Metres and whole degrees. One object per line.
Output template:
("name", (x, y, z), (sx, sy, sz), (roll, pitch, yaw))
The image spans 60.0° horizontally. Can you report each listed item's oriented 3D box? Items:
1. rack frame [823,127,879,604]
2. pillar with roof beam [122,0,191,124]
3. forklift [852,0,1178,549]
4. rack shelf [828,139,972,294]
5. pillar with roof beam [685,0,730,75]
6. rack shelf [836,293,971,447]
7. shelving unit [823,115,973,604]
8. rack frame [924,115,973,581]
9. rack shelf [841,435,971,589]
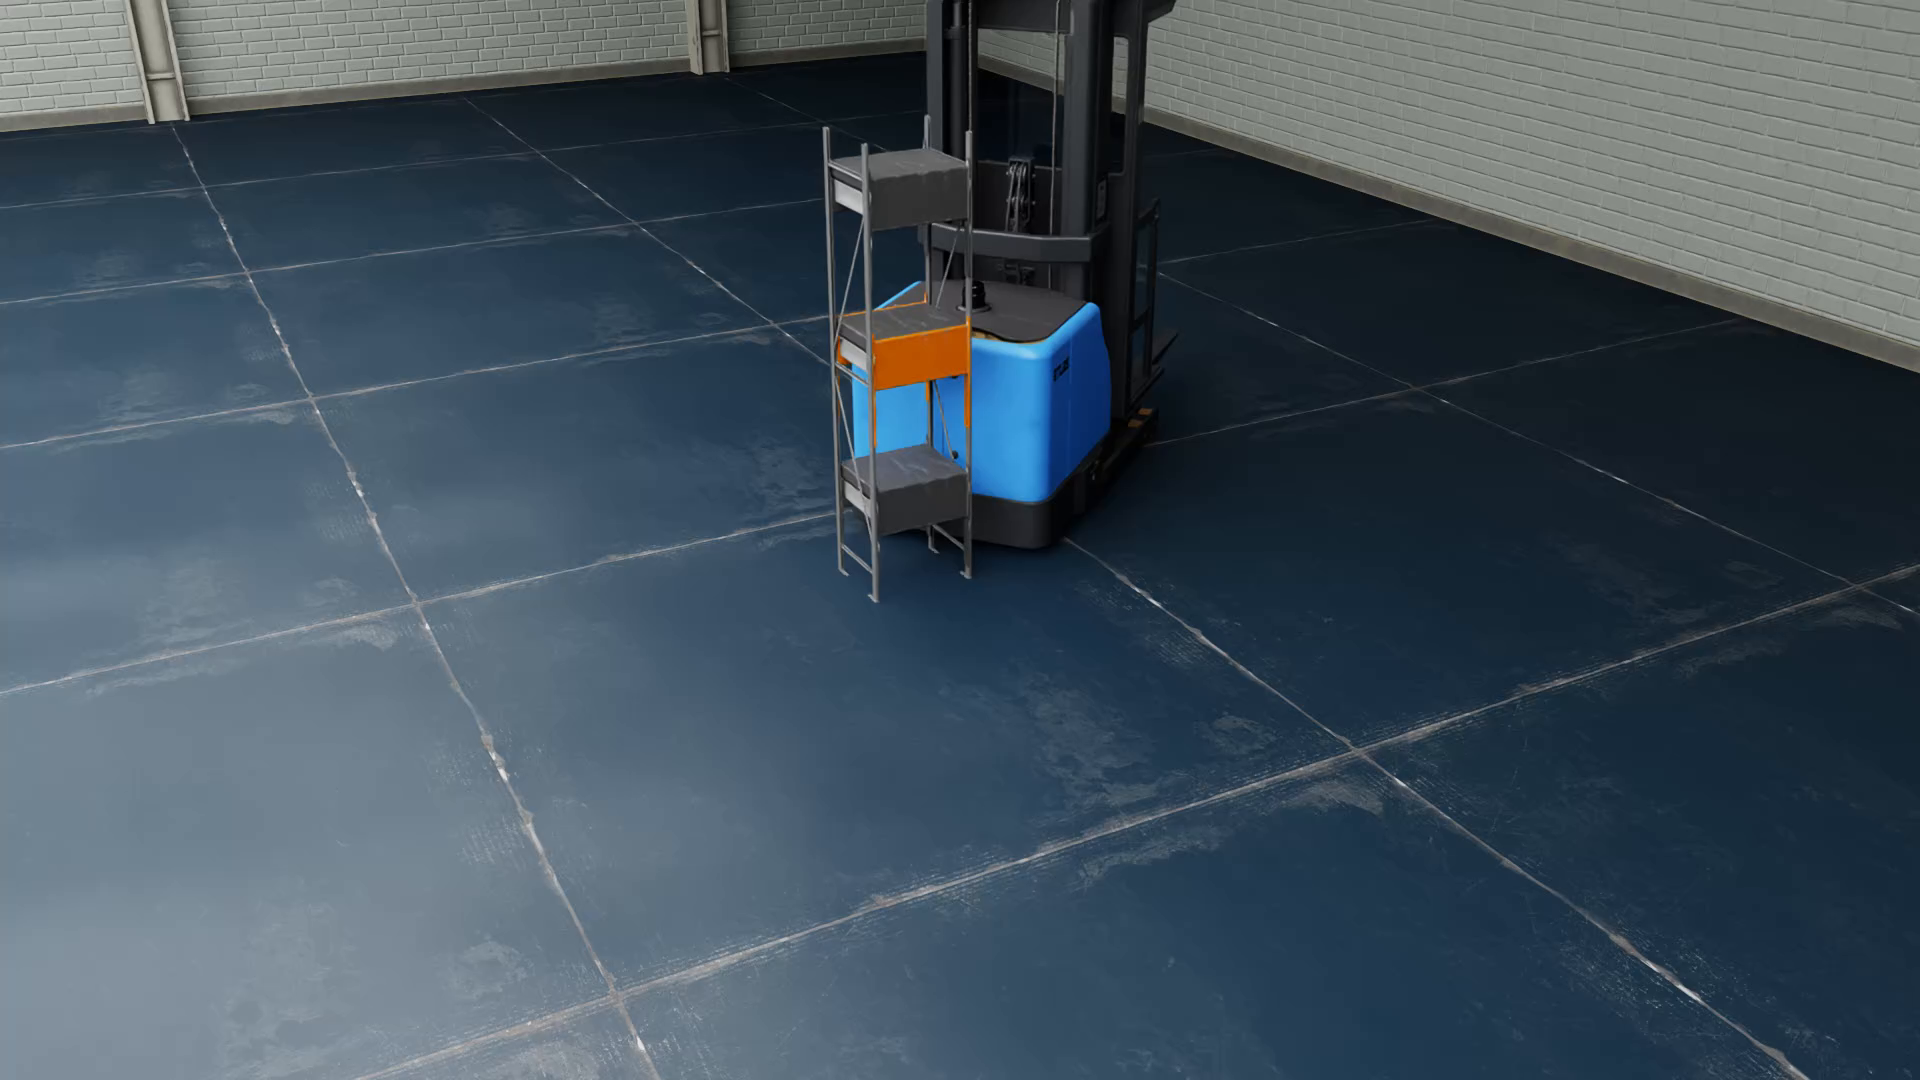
("rack frame", (-0.476, -0.728, 7.340), (0.015, 2.100, 0.400), (-14, 29, -26))
("pillar with roof beam", (-6.272, -6.823, 12.065), (0.400, 9.000, 9.100), (-13, 29, -25))
("forklift", (0.489, -1.892, 8.804), (1.130, 2.935, 3.031), (10, 27, 20))
("rack shelf", (-0.263, -1.398, 7.151), (0.480, 0.518, 0.431), (-14, 29, -26))
("pillar with roof beam", (-0.977, -8.045, 14.610), (0.400, 9.000, 9.100), (-13, 29, -25))
("rack shelf", (-0.263, -0.767, 7.454), (0.480, 0.518, 0.431), (-14, 29, -26))
("shelving unit", (-0.263, -0.780, 7.448), (0.503, 2.100, 0.431), (-14, 29, -26))
("rack frame", (-0.051, -0.832, 7.556), (0.015, 2.100, 0.400), (-14, 29, -26))
("rack shelf", (-0.263, -0.136, 7.757), (0.480, 0.518, 0.431), (-14, 29, -26))
